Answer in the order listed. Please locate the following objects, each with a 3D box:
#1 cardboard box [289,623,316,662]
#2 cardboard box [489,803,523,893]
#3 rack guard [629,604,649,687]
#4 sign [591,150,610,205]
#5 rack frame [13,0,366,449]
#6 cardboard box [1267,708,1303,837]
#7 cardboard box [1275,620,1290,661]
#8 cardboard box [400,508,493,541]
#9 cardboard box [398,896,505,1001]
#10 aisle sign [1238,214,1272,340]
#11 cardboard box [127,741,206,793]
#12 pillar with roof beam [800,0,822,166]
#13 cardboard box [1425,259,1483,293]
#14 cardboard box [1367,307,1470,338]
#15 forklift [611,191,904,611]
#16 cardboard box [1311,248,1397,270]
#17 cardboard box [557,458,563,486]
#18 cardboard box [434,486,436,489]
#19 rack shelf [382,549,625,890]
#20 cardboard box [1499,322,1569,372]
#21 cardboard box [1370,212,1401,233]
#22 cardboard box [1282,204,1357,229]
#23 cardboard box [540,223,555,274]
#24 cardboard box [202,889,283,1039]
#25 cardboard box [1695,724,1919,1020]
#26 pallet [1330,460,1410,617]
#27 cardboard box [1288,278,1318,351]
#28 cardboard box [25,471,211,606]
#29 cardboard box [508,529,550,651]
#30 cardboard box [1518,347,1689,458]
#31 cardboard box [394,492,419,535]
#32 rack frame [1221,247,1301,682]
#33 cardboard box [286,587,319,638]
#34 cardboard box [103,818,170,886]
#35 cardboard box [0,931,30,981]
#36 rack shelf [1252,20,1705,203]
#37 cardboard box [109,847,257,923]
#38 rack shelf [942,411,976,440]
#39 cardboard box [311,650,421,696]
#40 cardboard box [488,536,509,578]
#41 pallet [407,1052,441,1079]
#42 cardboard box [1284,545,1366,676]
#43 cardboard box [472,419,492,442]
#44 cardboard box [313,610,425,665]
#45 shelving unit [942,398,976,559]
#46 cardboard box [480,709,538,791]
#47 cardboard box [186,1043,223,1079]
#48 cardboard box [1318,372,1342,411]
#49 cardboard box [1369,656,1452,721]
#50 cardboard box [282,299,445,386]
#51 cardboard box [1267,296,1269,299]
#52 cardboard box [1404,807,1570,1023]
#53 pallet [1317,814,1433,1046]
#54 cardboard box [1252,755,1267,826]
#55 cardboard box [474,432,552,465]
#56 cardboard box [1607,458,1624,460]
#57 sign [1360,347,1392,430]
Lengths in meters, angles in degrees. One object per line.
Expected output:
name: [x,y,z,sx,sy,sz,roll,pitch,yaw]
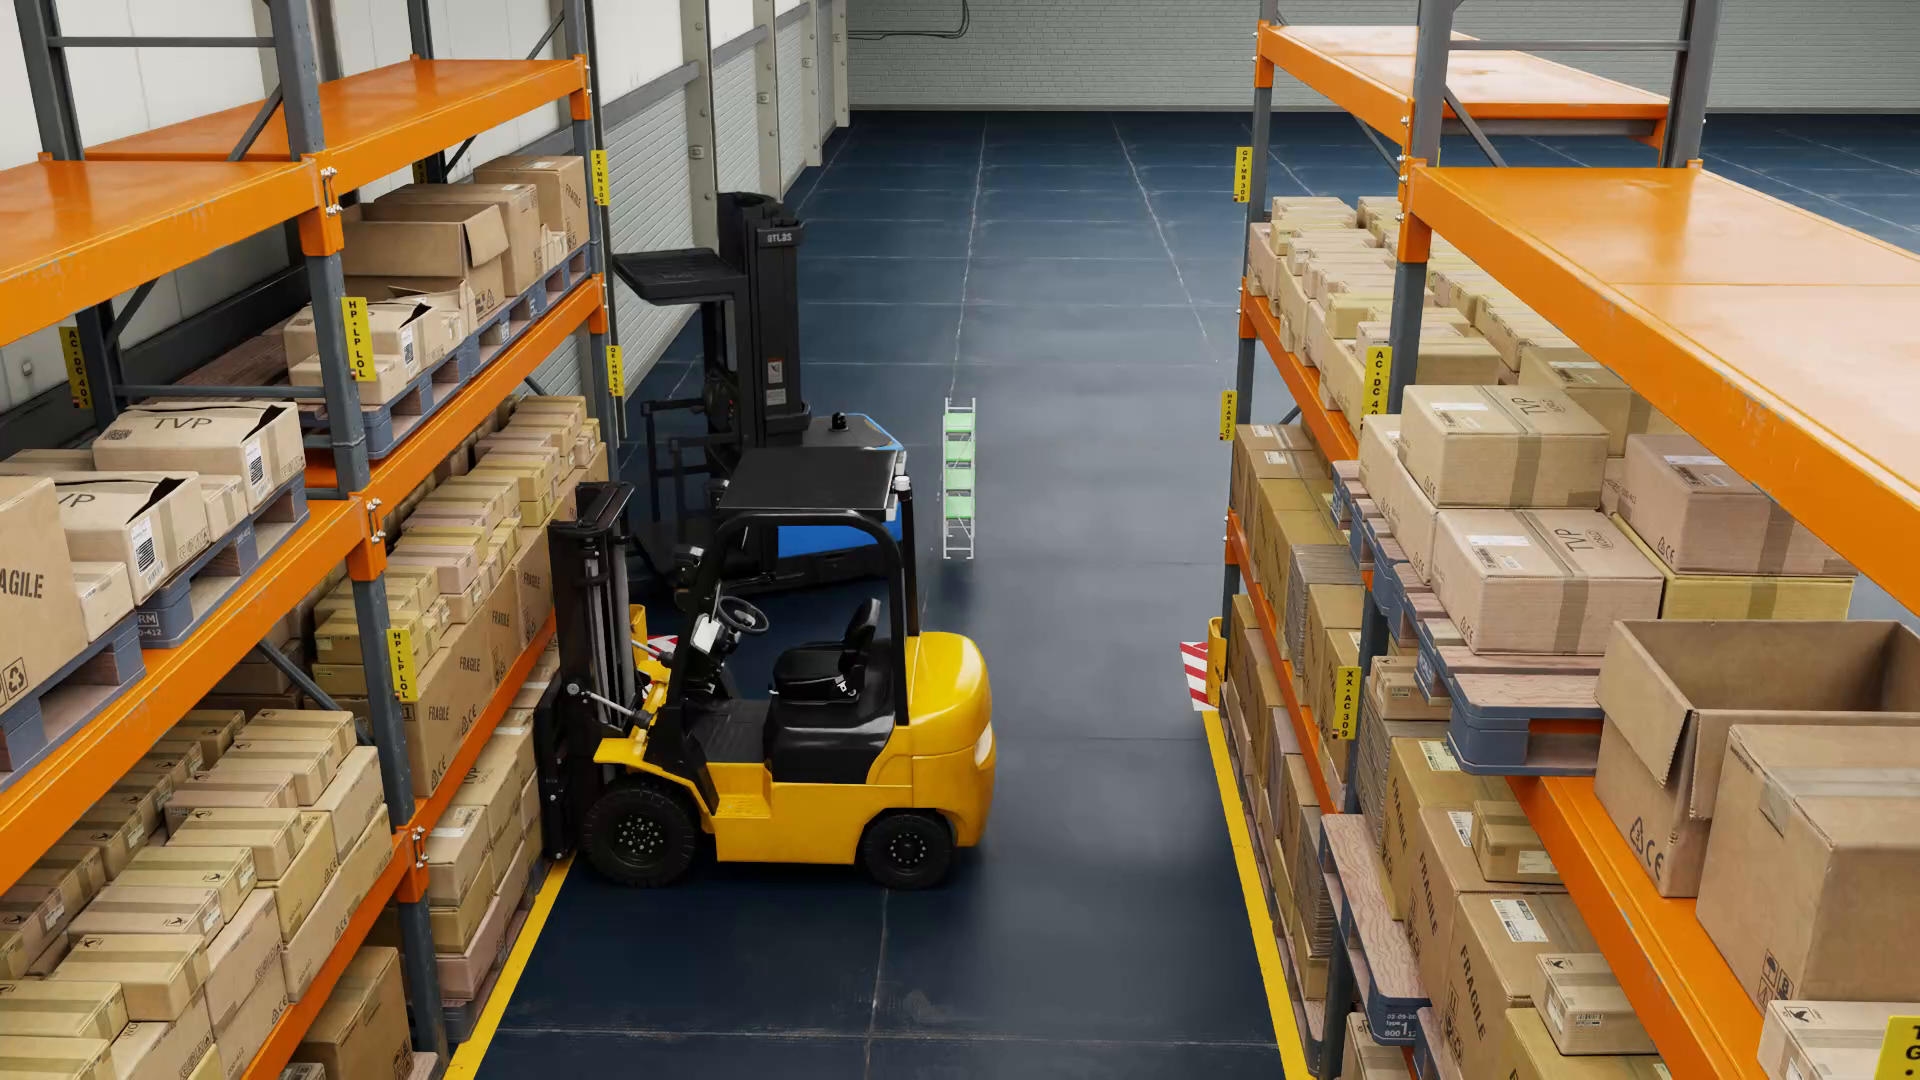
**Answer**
cardboard box: [-3.117,0.459,7.458,0.380,0.149,0.250,0,21,0]
cardboard box: [-2.506,1.517,8.295,0.500,0.250,0.500,1,21,1]
rack guard: [-2.720,0.728,11.254,1.175,0.500,0.348,1,21,2]
sign: [-2.179,-2.192,10.063,0.100,0.325,0.005,1,21,2]
rack frame: [-2.843,-1.779,5.967,1.000,3.000,0.127,1,21,2]
cardboard box: [1.897,1.222,8.709,0.500,0.500,0.500,2,21,4]
cardboard box: [1.861,0.516,8.694,0.380,0.149,0.250,1,21,2]
cardboard box: [-2.577,-0.048,8.354,0.380,0.149,0.250,1,21,1]
cardboard box: [-2.497,1.933,7.915,0.500,0.250,0.500,1,21,2]
aisle sign: [1.932,-1.613,10.239,0.394,0.787,0.004,1,21,2]
cardboard box: [-3.129,0.890,6.347,0.380,0.149,0.250,0,21,0]
pillar with roof beam: [1.390,-11.614,31.313,9.100,9.000,0.400,1,21,2]
cardboard box: [2.419,-1.255,8.009,0.380,0.149,0.250,1,21,3]
cardboard box: [1.939,-0.887,7.059,0.380,0.149,0.250,1,21,3]
forklift: [-1.983,-1.053,12.485,3.031,2.935,1.130,-8,23,-20]
cardboard box: [1.948,-1.352,8.258,0.380,0.149,0.250,1,21,3]
cardboard box: [-2.518,-0.374,9.603,0.380,0.149,0.250,0,21,1]
cardboard box: [-3.101,-0.193,9.139,0.380,0.149,0.250,1,21,3]
rack shelf: [-2.782,0.630,9.046,1.077,0.370,4.000,1,21,2]
cardboard box: [2.433,-0.786,6.801,0.380,0.149,0.250,1,21,3]
cardboard box: [2.490,-1.717,9.200,0.380,0.149,0.250,0,21,1]
cardboard box: [2.034,-1.811,9.440,0.380,0.149,0.250,1,21,1]
cardboard box: [-2.451,-1.612,9.150,0.396,0.266,0.258,1,21,2]
cardboard box: [-2.632,1.406,5.568,0.500,0.250,0.500,1,21,3]
cardboard box: [2.036,0.730,3.510,0.700,0.500,0.500,1,21,2]
pallet: [1.993,-0.018,5.834,1.213,0.211,1.003,1,21,2]
cardboard box: [1.908,-1.109,8.184,0.500,0.250,0.500,1,21,3]
cardboard box: [-2.645,-0.039,5.035,0.500,0.311,0.500,0,21,0]
cardboard box: [-2.518,0.261,8.866,0.500,0.500,0.500,1,21,2]
cardboard box: [2.228,-0.475,5.689,0.500,0.250,0.500,1,21,3]
cardboard box: [-3.025,-0.142,8.596,0.380,0.149,0.250,1,21,3]
rack frame: [2.240,-0.375,10.642,1.000,3.000,0.127,1,21,2]
cardboard box: [-3.086,0.321,7.402,0.380,0.149,0.250,0,21,0]
cardboard box: [-3.140,1.217,6.055,0.500,0.250,0.500,0,21,1]
cardboard box: [-3.161,1.344,5.176,0.380,0.149,0.250,1,21,2]
rack shelf: [2.180,-2.112,7.824,1.077,0.370,4.000,1,21,2]
cardboard box: [-2.627,1.167,5.633,0.380,0.149,0.250,0,21,0]
rack shelf: [-0.005,-0.887,13.300,0.258,0.148,0.480,1,21,2]
cardboard box: [-2.570,0.557,7.206,0.380,0.149,0.250,0,21,1]
cardboard box: [-2.503,0.094,8.398,0.380,0.149,0.250,0,21,0]
pallet: [-2.826,2.585,6.869,1.003,0.211,1.213,1,21,2]
cardboard box: [1.904,0.349,8.228,0.500,0.500,0.500,1,21,3]
cardboard box: [-2.980,-0.607,9.794,0.380,0.149,0.250,1,21,3]
cardboard box: [-2.537,0.418,7.151,0.380,0.149,0.250,1,21,3]
shelving unit: [-0.005,-0.500,13.451,0.258,1.200,0.503,1,21,2]
cardboard box: [-2.485,1.102,8.675,0.500,0.250,0.500,1,21,3]
cardboard box: [-2.660,1.821,5.190,0.500,0.250,0.500,1,21,3]
cardboard box: [1.869,-0.699,7.679,0.380,0.149,0.250,1,21,3]
cardboard box: [1.751,0.554,6.221,0.380,0.149,0.250,1,21,1]
cardboard box: [-2.574,-0.879,7.200,0.500,0.311,0.500,1,21,3]
cardboard box: [1.987,-1.444,9.598,0.380,0.149,0.250,0,21,0]
cardboard box: [1.774,1.216,5.411,0.500,0.500,0.500,1,21,1]
pallet: [1.950,1.435,6.241,1.003,0.211,1.213,1,21,2]
cardboard box: [1.912,1.382,9.336,0.500,0.250,0.500,2,21,5]
cardboard box: [-2.561,-0.511,9.545,0.380,0.149,0.250,1,21,2]
cardboard box: [2.246,-0.240,5.775,0.500,0.250,0.500,0,21,1]
sign: [1.576,-0.571,6.287,0.100,0.325,0.005,1,21,2]
